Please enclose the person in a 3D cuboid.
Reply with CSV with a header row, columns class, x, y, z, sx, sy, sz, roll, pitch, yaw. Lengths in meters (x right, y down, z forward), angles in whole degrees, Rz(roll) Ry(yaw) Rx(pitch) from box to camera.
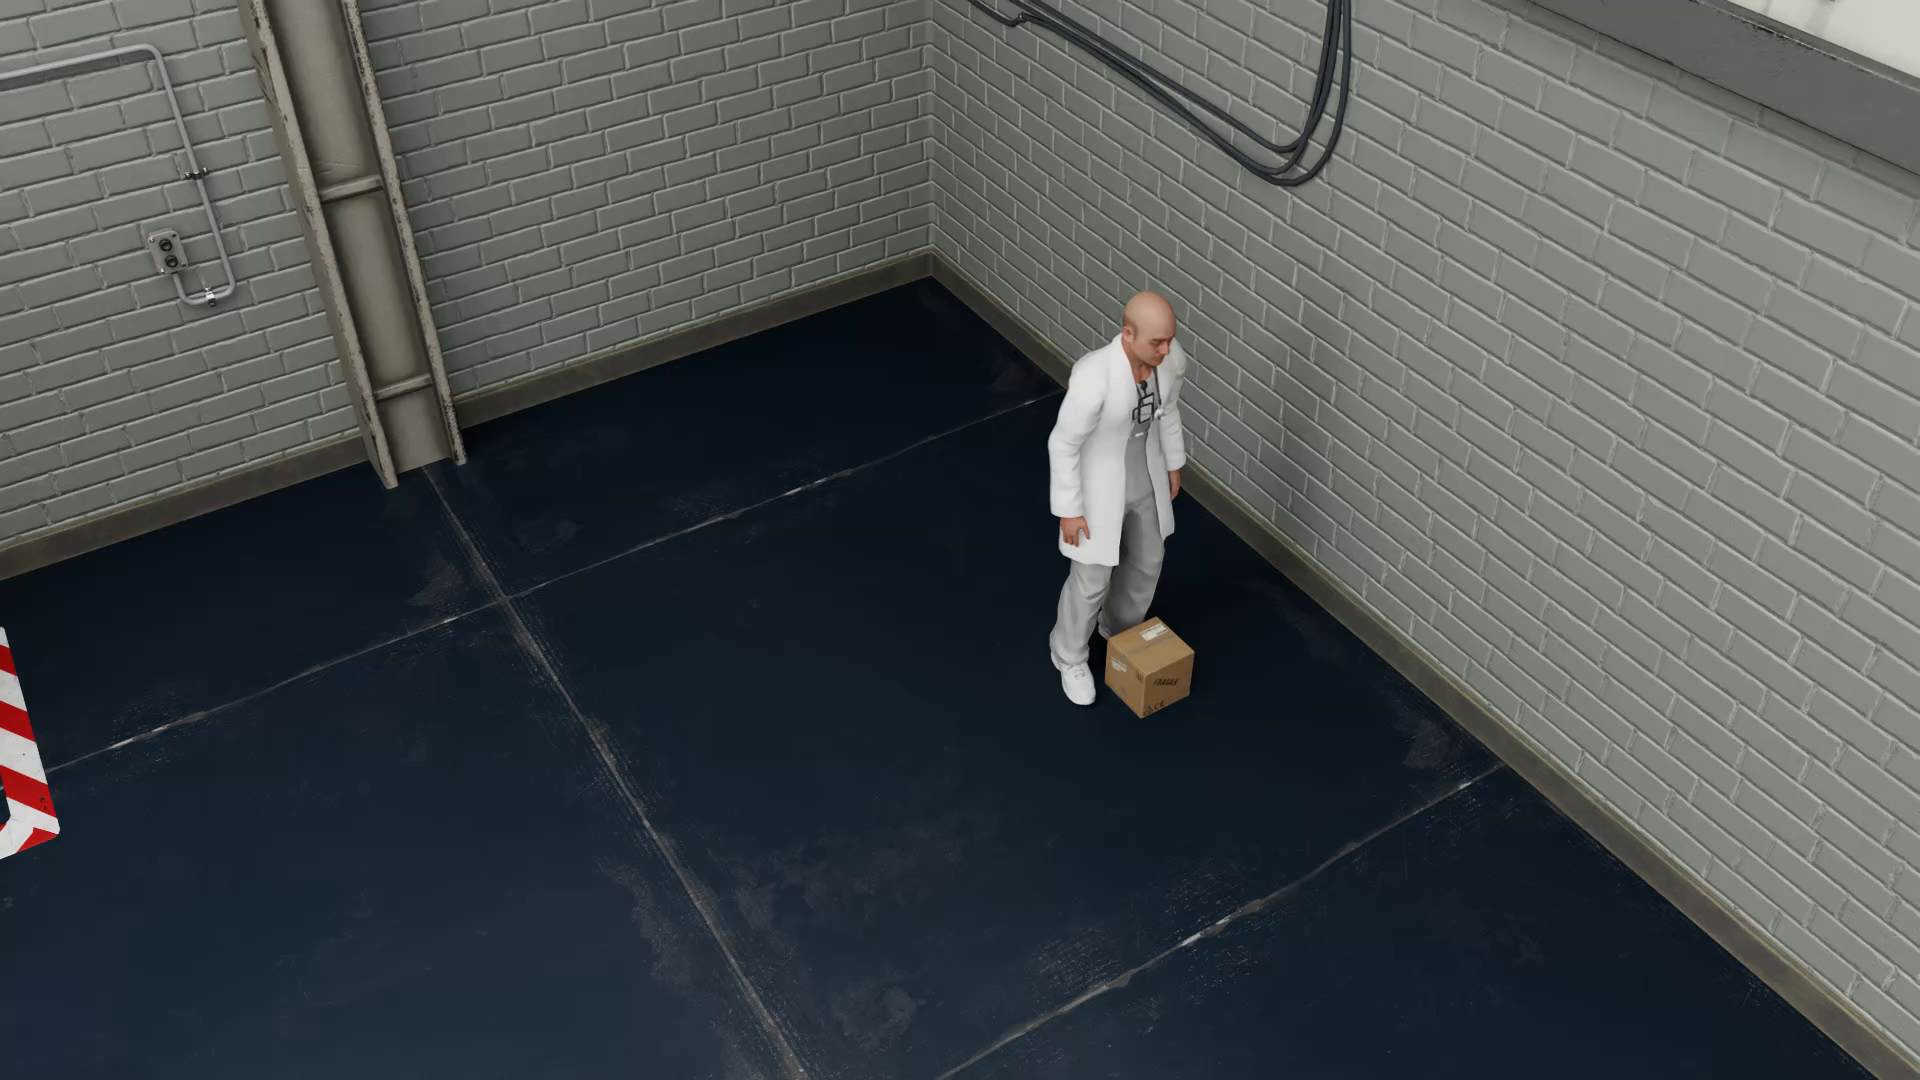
class,x,y,z,sx,sy,sz,roll,pitch,yaw
person,0.619,-0.193,6.398,0.643,1.772,0.433,-24,46,-26
